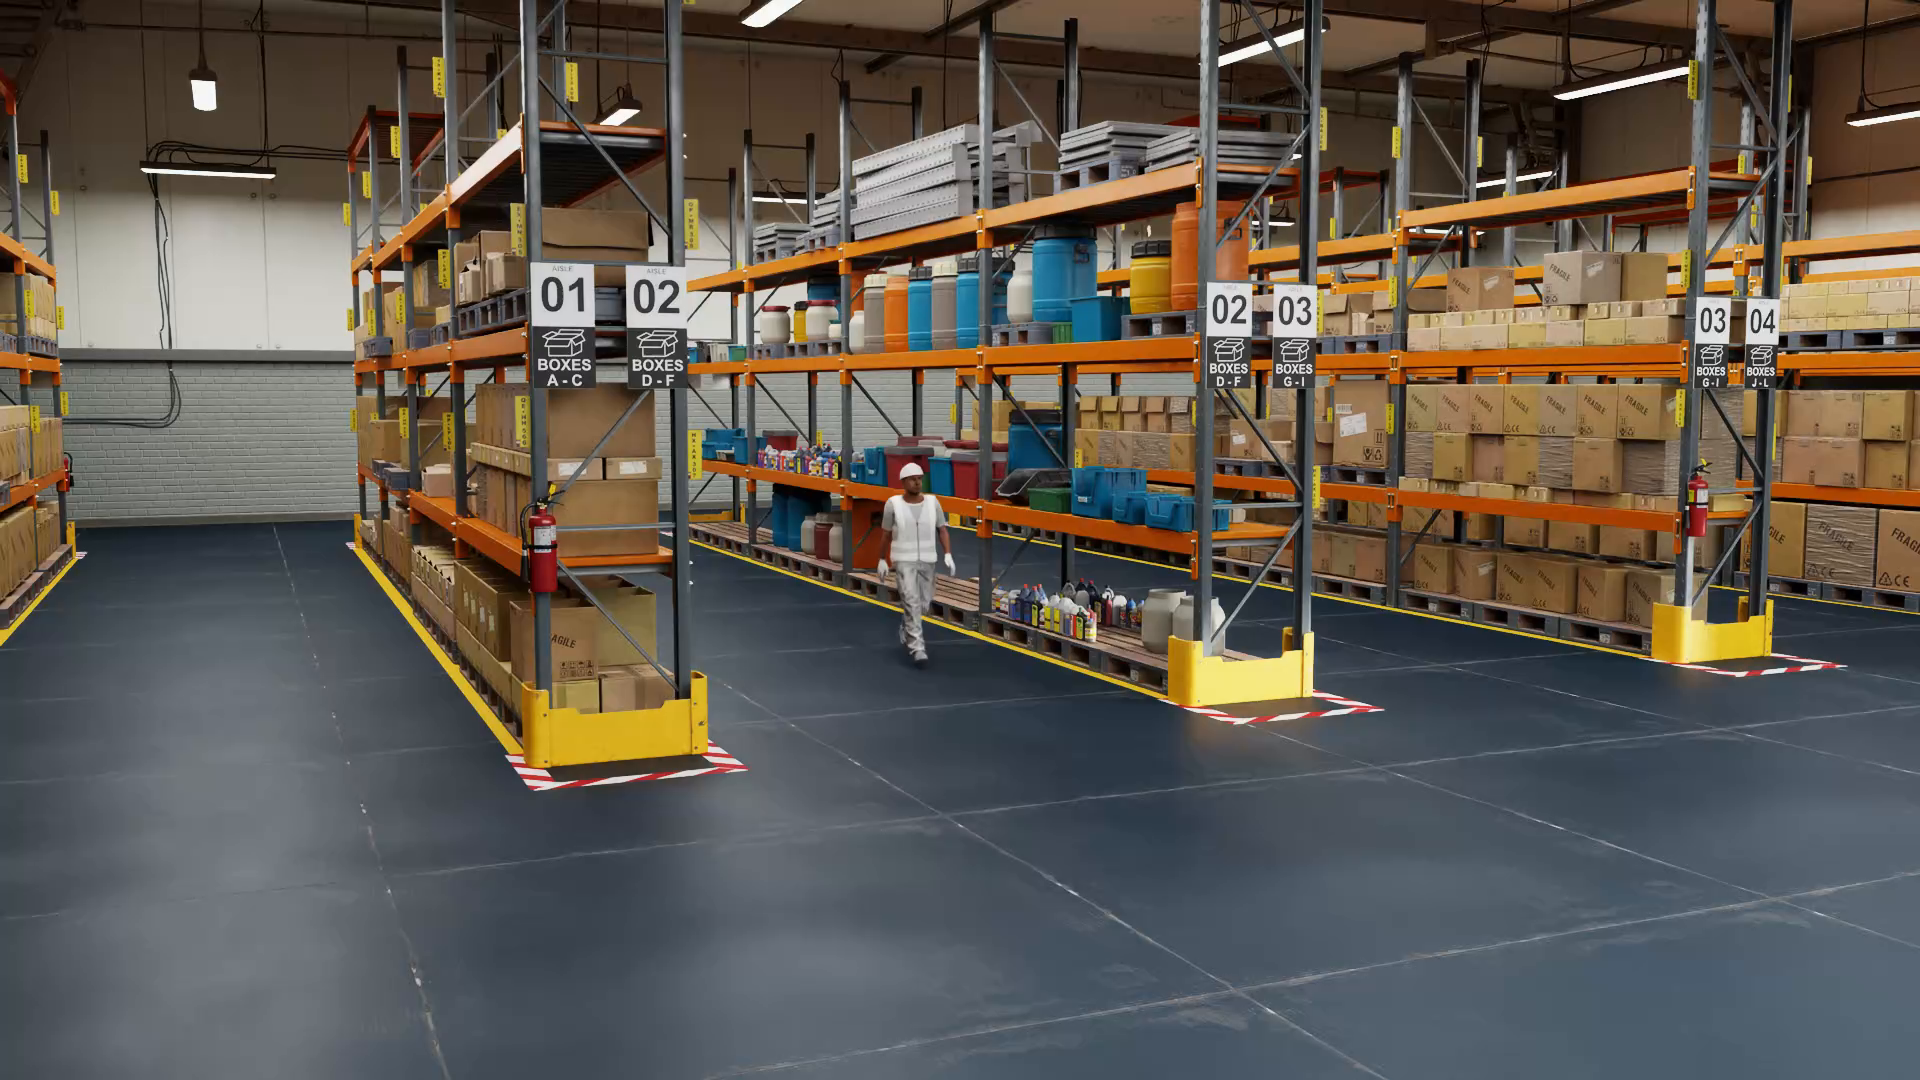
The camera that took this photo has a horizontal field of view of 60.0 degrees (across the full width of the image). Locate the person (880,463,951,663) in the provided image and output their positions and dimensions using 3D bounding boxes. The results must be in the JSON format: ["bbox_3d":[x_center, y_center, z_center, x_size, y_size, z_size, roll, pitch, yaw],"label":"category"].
[{"bbox_3d":[-0.386,0.185,14.773,0.606,1.738,1.062,-2,6,-20],"label":"person"}]
